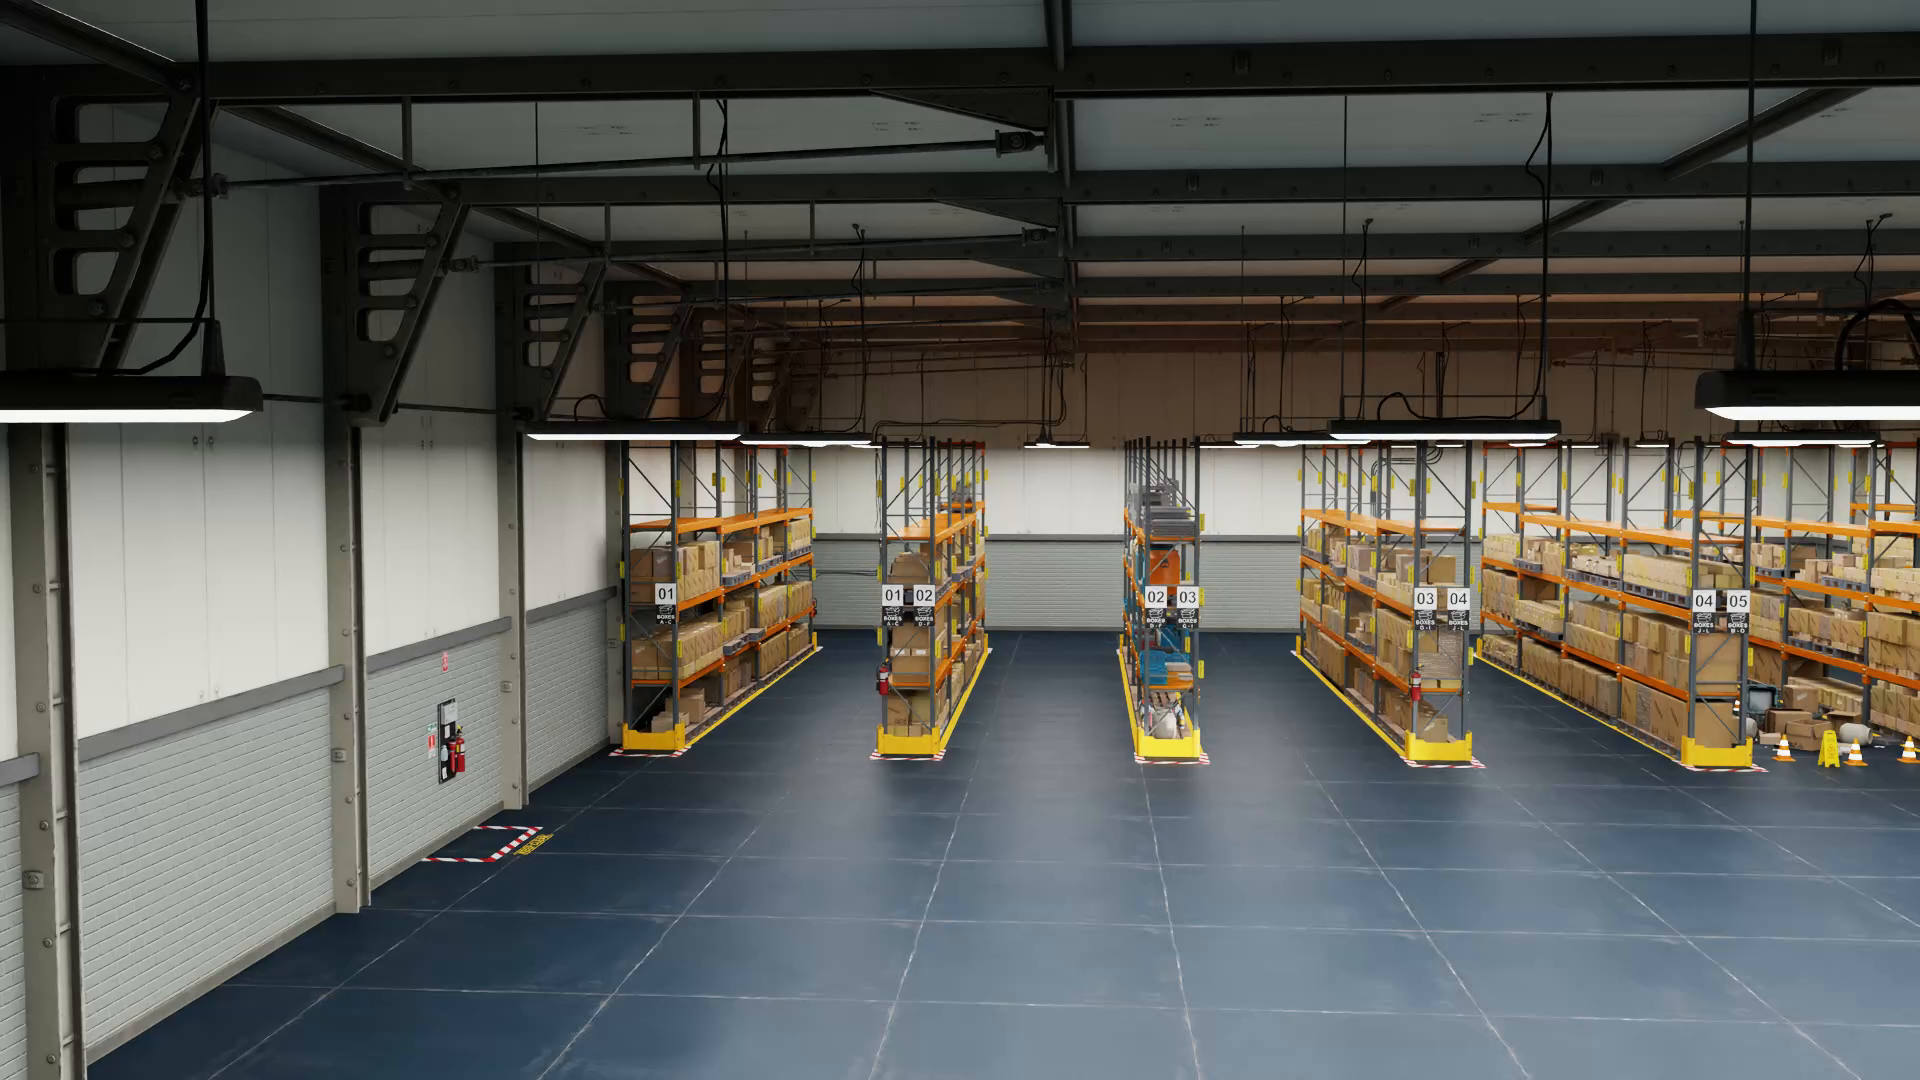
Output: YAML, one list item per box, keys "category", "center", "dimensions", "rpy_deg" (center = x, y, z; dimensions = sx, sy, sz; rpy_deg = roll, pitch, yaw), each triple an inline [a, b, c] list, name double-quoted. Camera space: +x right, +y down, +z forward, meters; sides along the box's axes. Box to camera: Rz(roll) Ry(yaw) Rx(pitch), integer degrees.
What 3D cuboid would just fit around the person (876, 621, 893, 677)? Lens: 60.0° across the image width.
- category: "person"
  center: [-1.828, 2.632, 42.311]
  dimensions: [0.645, 1.683, 0.679]
  rpy_deg: [0, 3, -4]
